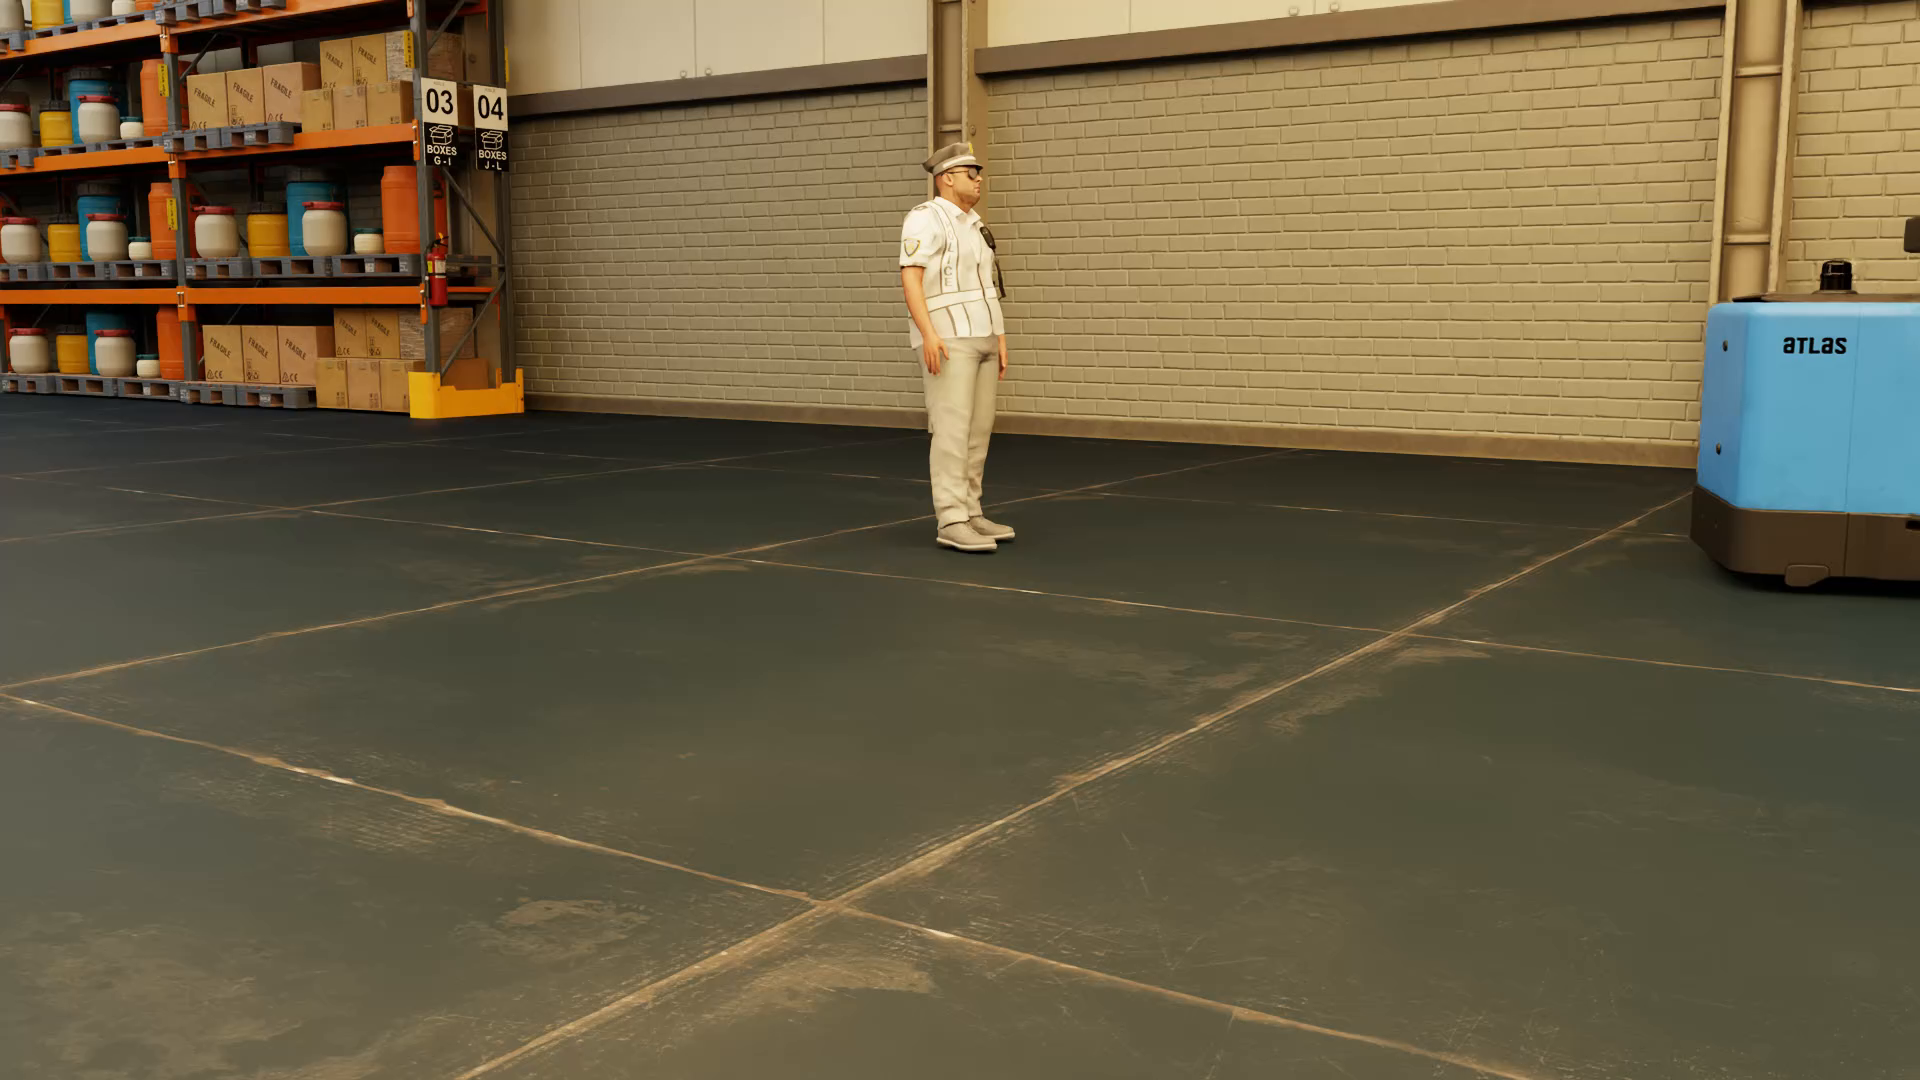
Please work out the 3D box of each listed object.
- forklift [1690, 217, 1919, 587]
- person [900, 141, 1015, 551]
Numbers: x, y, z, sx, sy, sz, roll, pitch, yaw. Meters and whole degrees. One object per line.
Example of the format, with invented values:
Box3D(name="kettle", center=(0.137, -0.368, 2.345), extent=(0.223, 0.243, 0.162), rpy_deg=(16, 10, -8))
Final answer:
Box3D(name="forklift", center=(4.487, -1.273, 6.143), extent=(3.031, 2.935, 1.130), rpy_deg=(2, 8, 15))
Box3D(name="person", center=(0.057, -0.882, 7.424), extent=(0.575, 1.781, 0.640), rpy_deg=(5, 10, 34))
